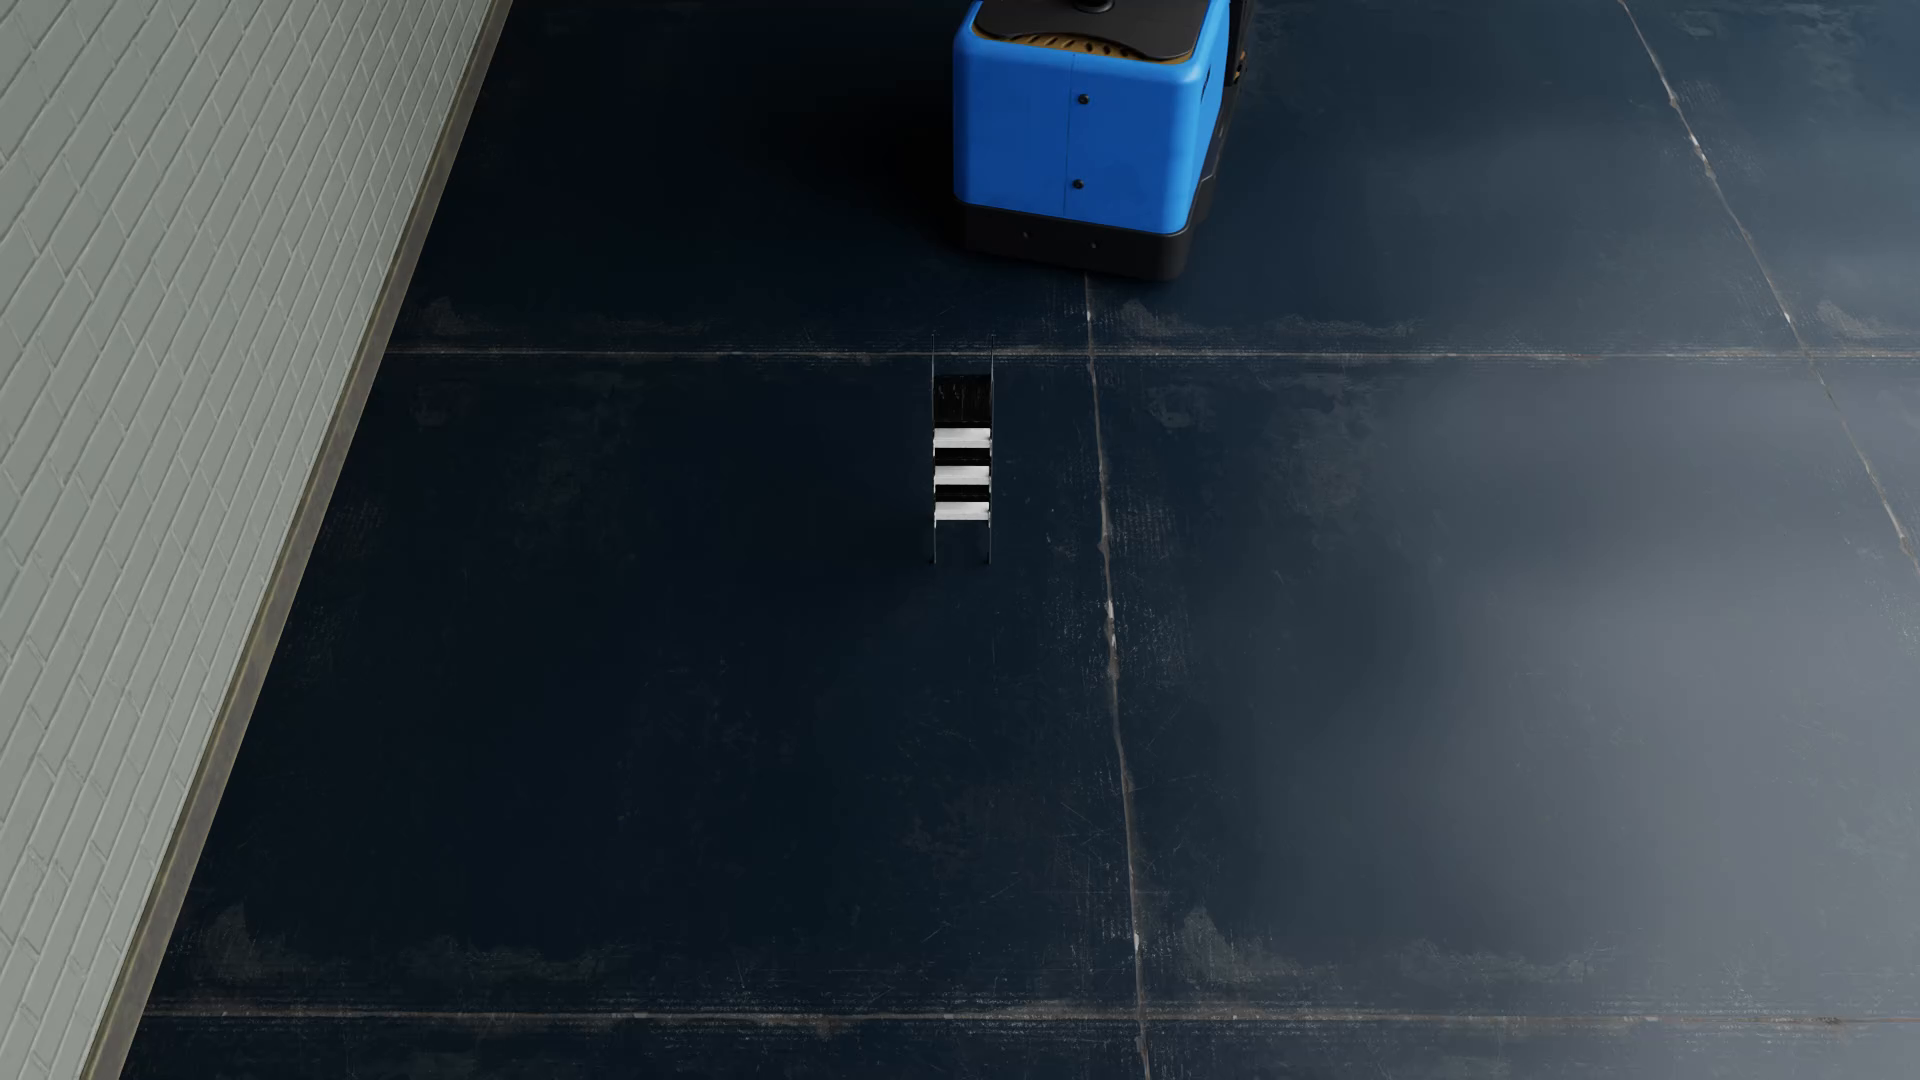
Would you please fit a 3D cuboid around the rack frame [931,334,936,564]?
[{"bbox_3d":[-0.094,-0.307,5.921,0.006,0.900,0.240,0,47,0],"label":"rack frame"}]

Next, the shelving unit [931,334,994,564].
[{"bbox_3d":[0.008,-0.307,5.921,0.210,0.900,0.258,0,47,0],"label":"shelving unit"}]

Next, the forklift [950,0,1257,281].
[{"bbox_3d":[0.831,-3.221,7.245,1.130,2.935,3.031,11,48,10],"label":"forklift"}]

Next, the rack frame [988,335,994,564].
[{"bbox_3d":[0.110,-0.306,5.920,0.006,0.900,0.240,0,47,0],"label":"rack frame"}]

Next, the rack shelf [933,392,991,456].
[{"bbox_3d":[0.008,-0.406,5.813,0.200,0.077,0.258,0,47,0],"label":"rack shelf"}]

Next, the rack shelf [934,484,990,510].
[{"bbox_3d":[0.008,-0.223,6.011,0.200,0.077,0.258,0,47,0],"label":"rack shelf"}]

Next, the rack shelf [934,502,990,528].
[{"bbox_3d":[0.008,-0.161,6.077,0.200,0.077,0.258,0,47,0],"label":"rack shelf"}]

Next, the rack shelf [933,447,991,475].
[{"bbox_3d":[0.008,-0.345,5.879,0.200,0.077,0.258,0,47,0],"label":"rack shelf"}]

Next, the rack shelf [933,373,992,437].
[{"bbox_3d":[0.008,-0.468,5.747,0.200,0.077,0.258,0,47,0],"label":"rack shelf"}]

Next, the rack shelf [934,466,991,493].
[{"bbox_3d":[0.008,-0.284,5.945,0.200,0.077,0.258,0,47,0],"label":"rack shelf"}]
